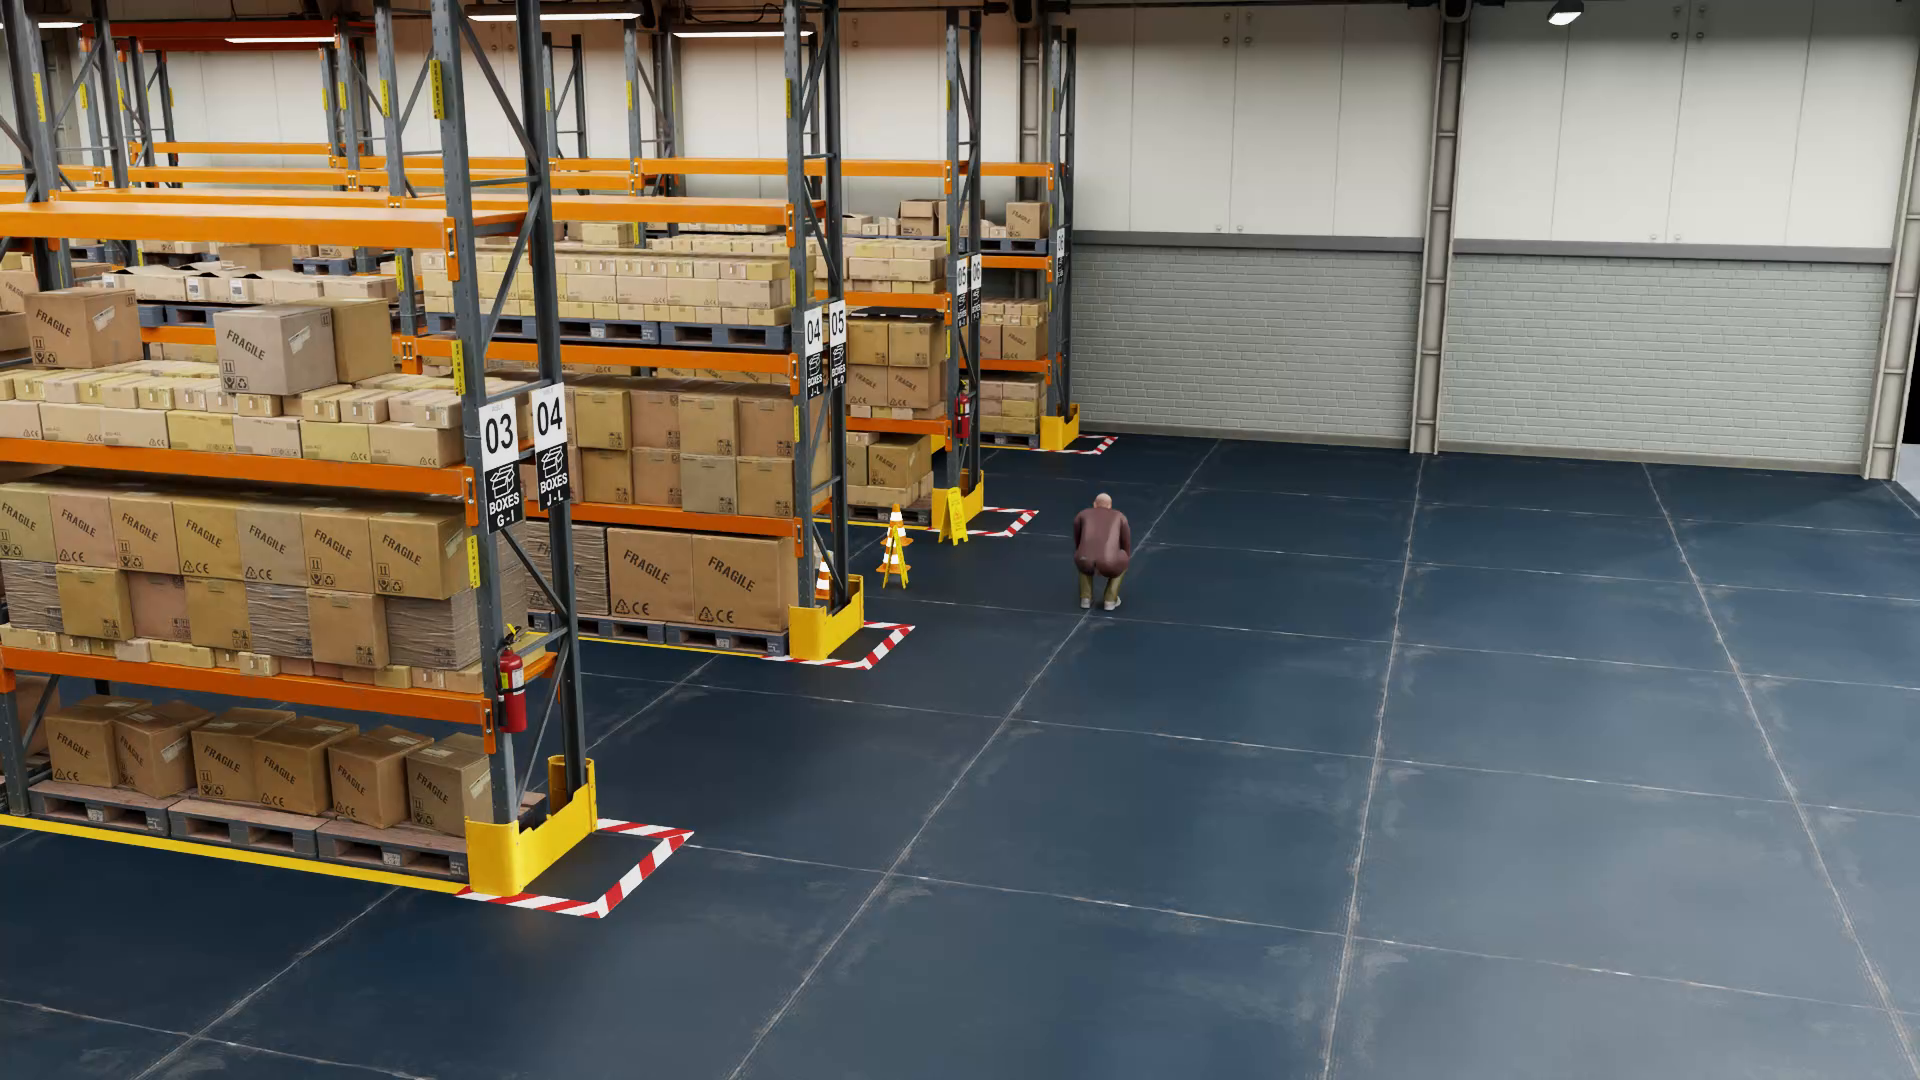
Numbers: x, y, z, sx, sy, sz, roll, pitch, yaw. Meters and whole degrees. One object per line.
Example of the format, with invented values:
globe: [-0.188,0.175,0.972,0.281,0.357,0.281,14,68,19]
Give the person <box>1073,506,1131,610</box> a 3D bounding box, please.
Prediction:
person: [1.421,0.174,16.936,0.612,0.987,0.804,4,15,16]
